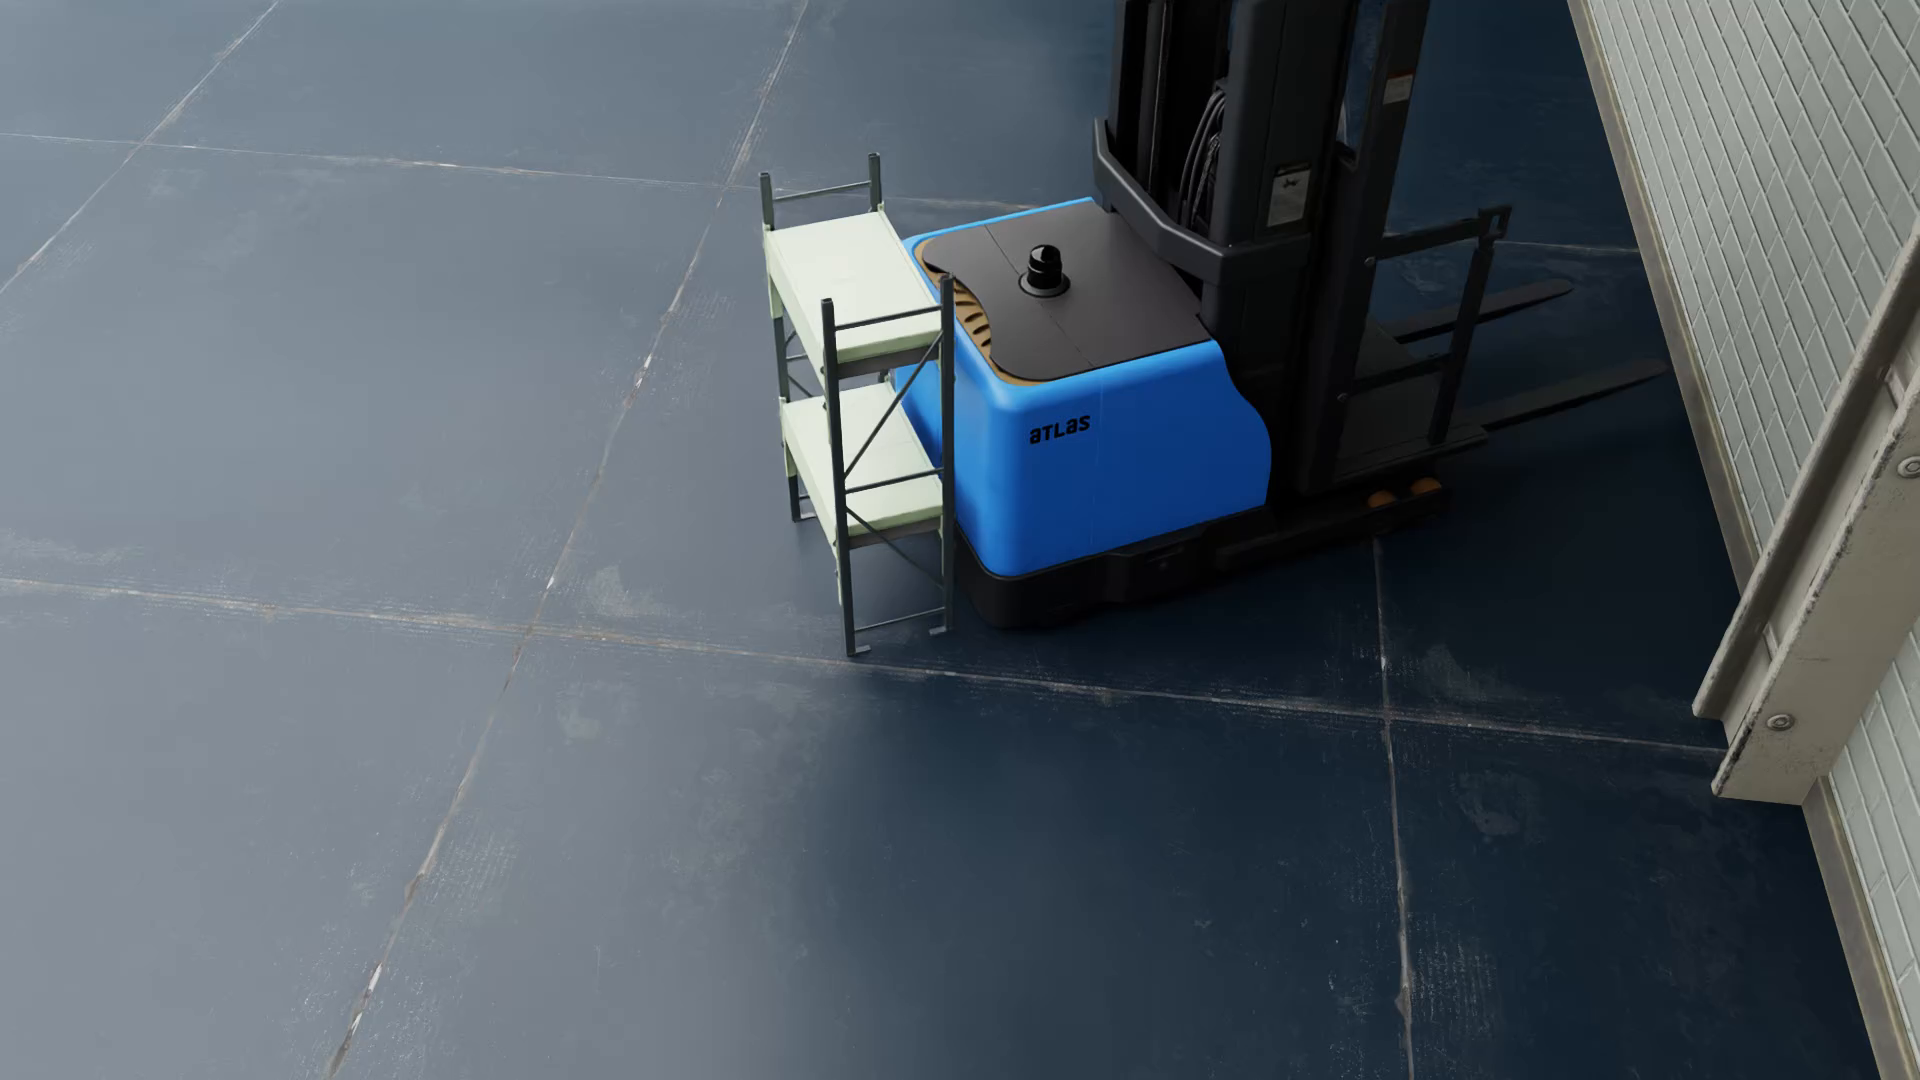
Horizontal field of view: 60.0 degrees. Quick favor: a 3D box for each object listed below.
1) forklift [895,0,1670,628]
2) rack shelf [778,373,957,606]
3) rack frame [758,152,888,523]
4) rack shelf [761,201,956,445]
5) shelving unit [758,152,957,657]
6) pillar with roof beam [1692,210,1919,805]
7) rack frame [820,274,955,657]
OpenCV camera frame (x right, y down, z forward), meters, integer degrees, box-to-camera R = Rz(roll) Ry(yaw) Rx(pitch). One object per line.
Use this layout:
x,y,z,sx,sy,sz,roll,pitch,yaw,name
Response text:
1.314,-1.408,5.605,3.031,2.935,1.130,-16,46,-16,forklift
-0.331,-0.189,5.833,0.431,0.370,0.720,-13,45,-14,rack shelf
-0.451,-0.663,5.860,0.400,1.500,0.023,-13,45,-14,rack frame
-0.332,-0.709,5.340,0.431,0.370,0.720,-13,45,-14,rack shelf
-0.331,-0.425,5.609,0.431,1.500,0.755,-13,45,-14,shelving unit
-1.650,-2.952,2.823,9.100,9.000,0.400,5,44,6,pillar with roof beam
-0.212,-0.188,5.357,0.400,1.500,0.023,-13,45,-14,rack frame
